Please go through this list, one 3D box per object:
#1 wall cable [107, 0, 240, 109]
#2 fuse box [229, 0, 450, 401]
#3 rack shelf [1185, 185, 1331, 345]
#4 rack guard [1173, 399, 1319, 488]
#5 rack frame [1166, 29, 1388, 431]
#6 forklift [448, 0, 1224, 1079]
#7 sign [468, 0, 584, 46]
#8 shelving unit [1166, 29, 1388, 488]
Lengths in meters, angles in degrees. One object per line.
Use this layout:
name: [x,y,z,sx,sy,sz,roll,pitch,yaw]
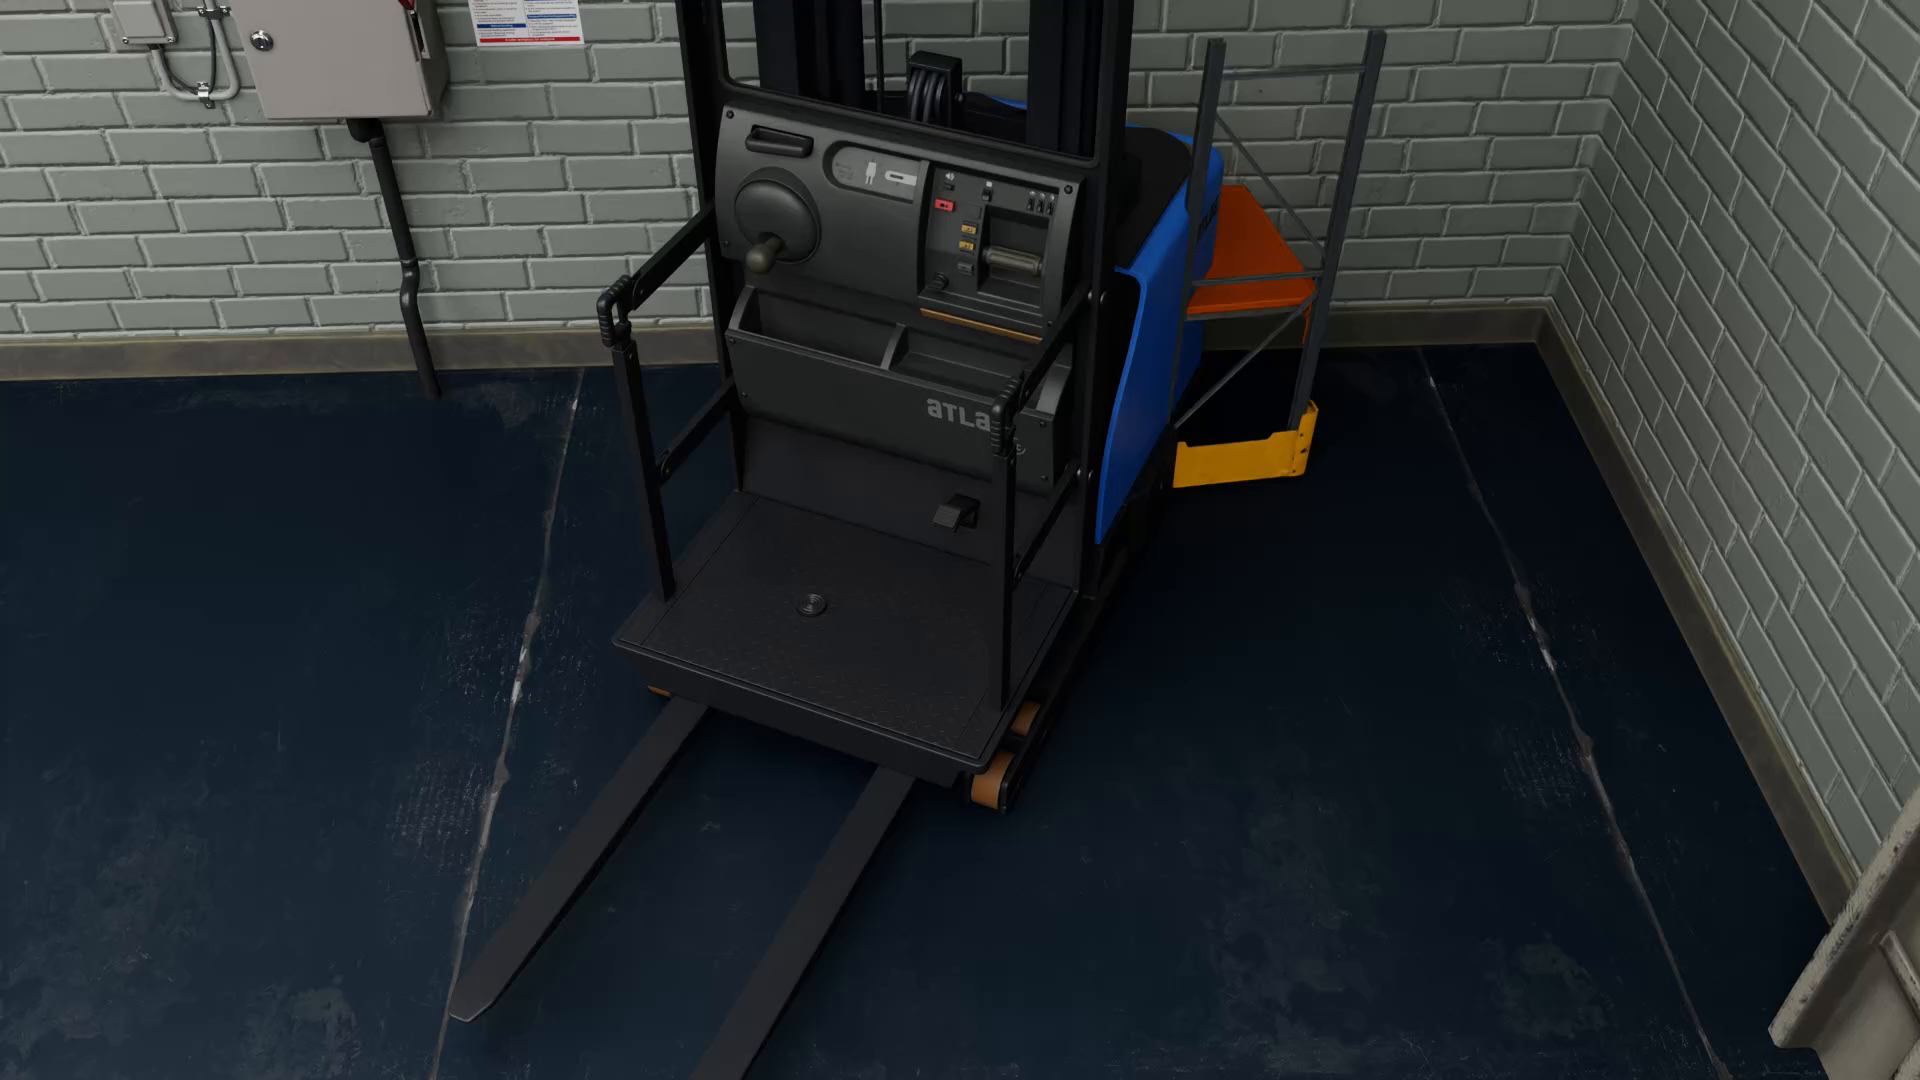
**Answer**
wall cable: [-2.497,-2.051,4.516,0.588,1.984,0.122,-2,43,-2]
fuse box: [-1.809,-1.115,5.200,0.539,1.711,0.414,-2,43,-2]
rack shelf: [0.757,-0.955,5.408,0.538,0.185,1.000,-6,41,-11]
rack guard: [0.843,-0.304,5.332,0.587,0.250,0.087,-6,41,-11]
rack frame: [0.872,-0.770,4.915,0.500,1.500,0.032,-6,41,-11]
forklift: [-0.249,-0.694,3.838,1.130,2.935,3.031,16,45,17]
sign: [-1.324,-1.709,4.965,0.329,0.494,0.001,-2,43,-2]
shelving unit: [0.763,-1.099,5.299,0.587,1.500,1.083,-6,41,-11]
